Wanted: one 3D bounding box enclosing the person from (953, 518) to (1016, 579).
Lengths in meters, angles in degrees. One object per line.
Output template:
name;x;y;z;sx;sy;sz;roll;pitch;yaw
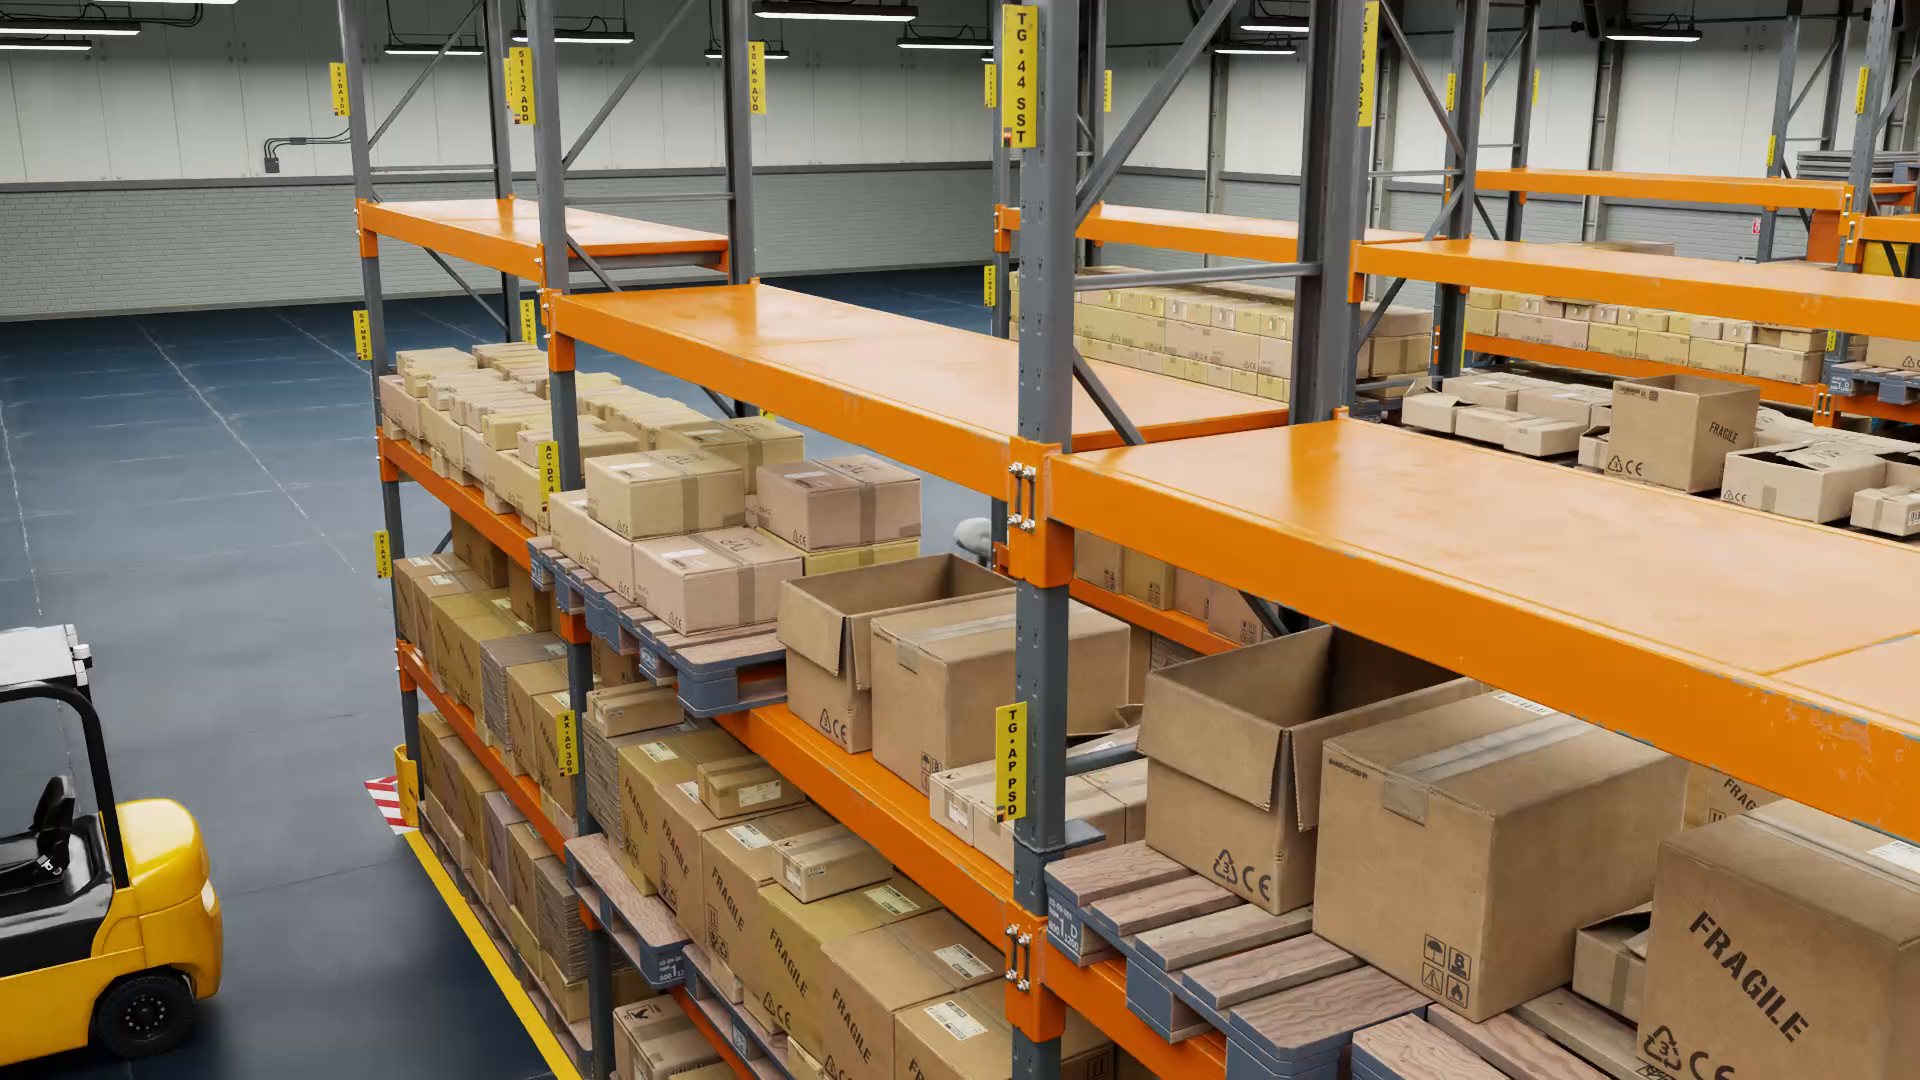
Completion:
person;0.332;0.194;17.023;0.854;0.789;0.469;-10;18;-32
